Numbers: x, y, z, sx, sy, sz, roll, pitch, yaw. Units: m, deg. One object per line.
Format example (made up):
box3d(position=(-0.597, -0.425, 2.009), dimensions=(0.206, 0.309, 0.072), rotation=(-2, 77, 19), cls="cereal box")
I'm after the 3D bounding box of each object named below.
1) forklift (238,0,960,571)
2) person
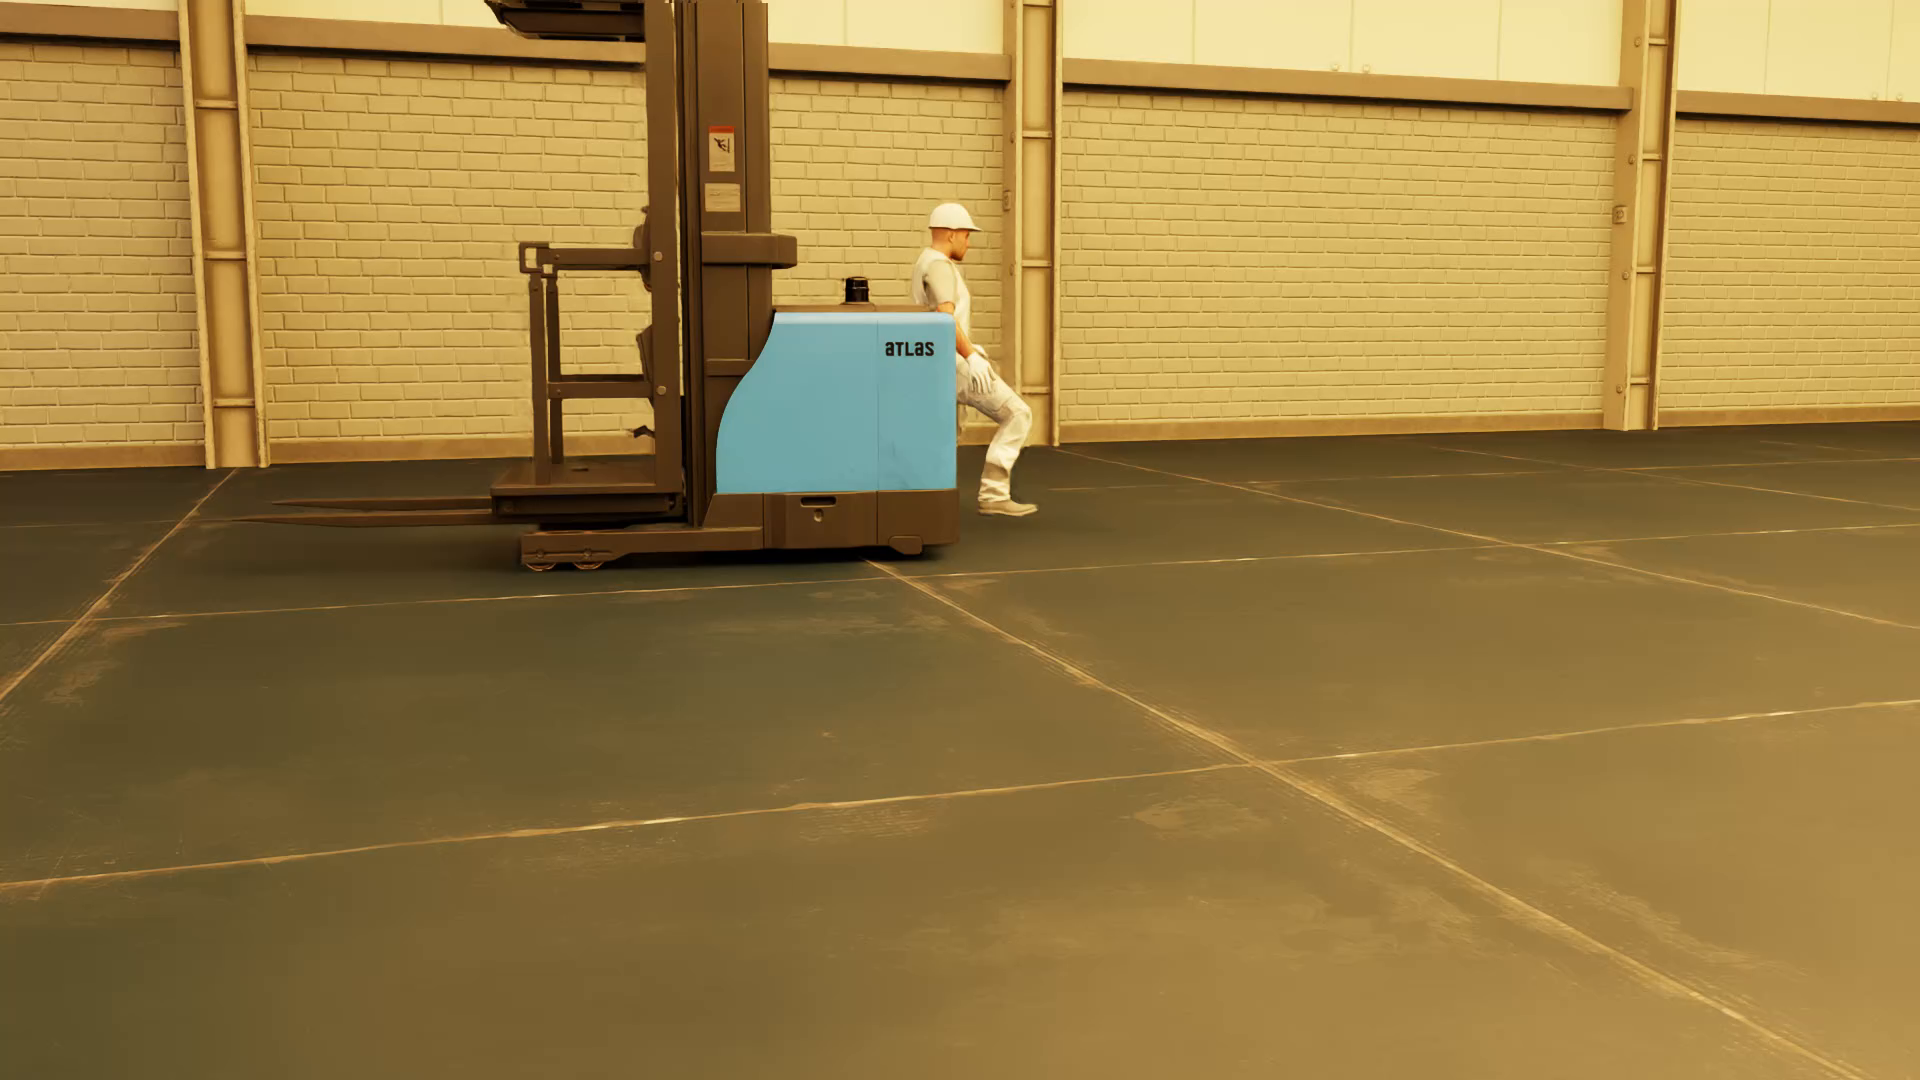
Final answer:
box3d(position=(-1.568, -1.398, 7.325), dimensions=(3.031, 2.935, 1.130), rotation=(-1, 8, -10), cls="forklift")
box3d(position=(-0.030, -0.908, 8.627), dimensions=(0.729, 1.646, 0.974), rotation=(-1, 8, -9), cls="person")
